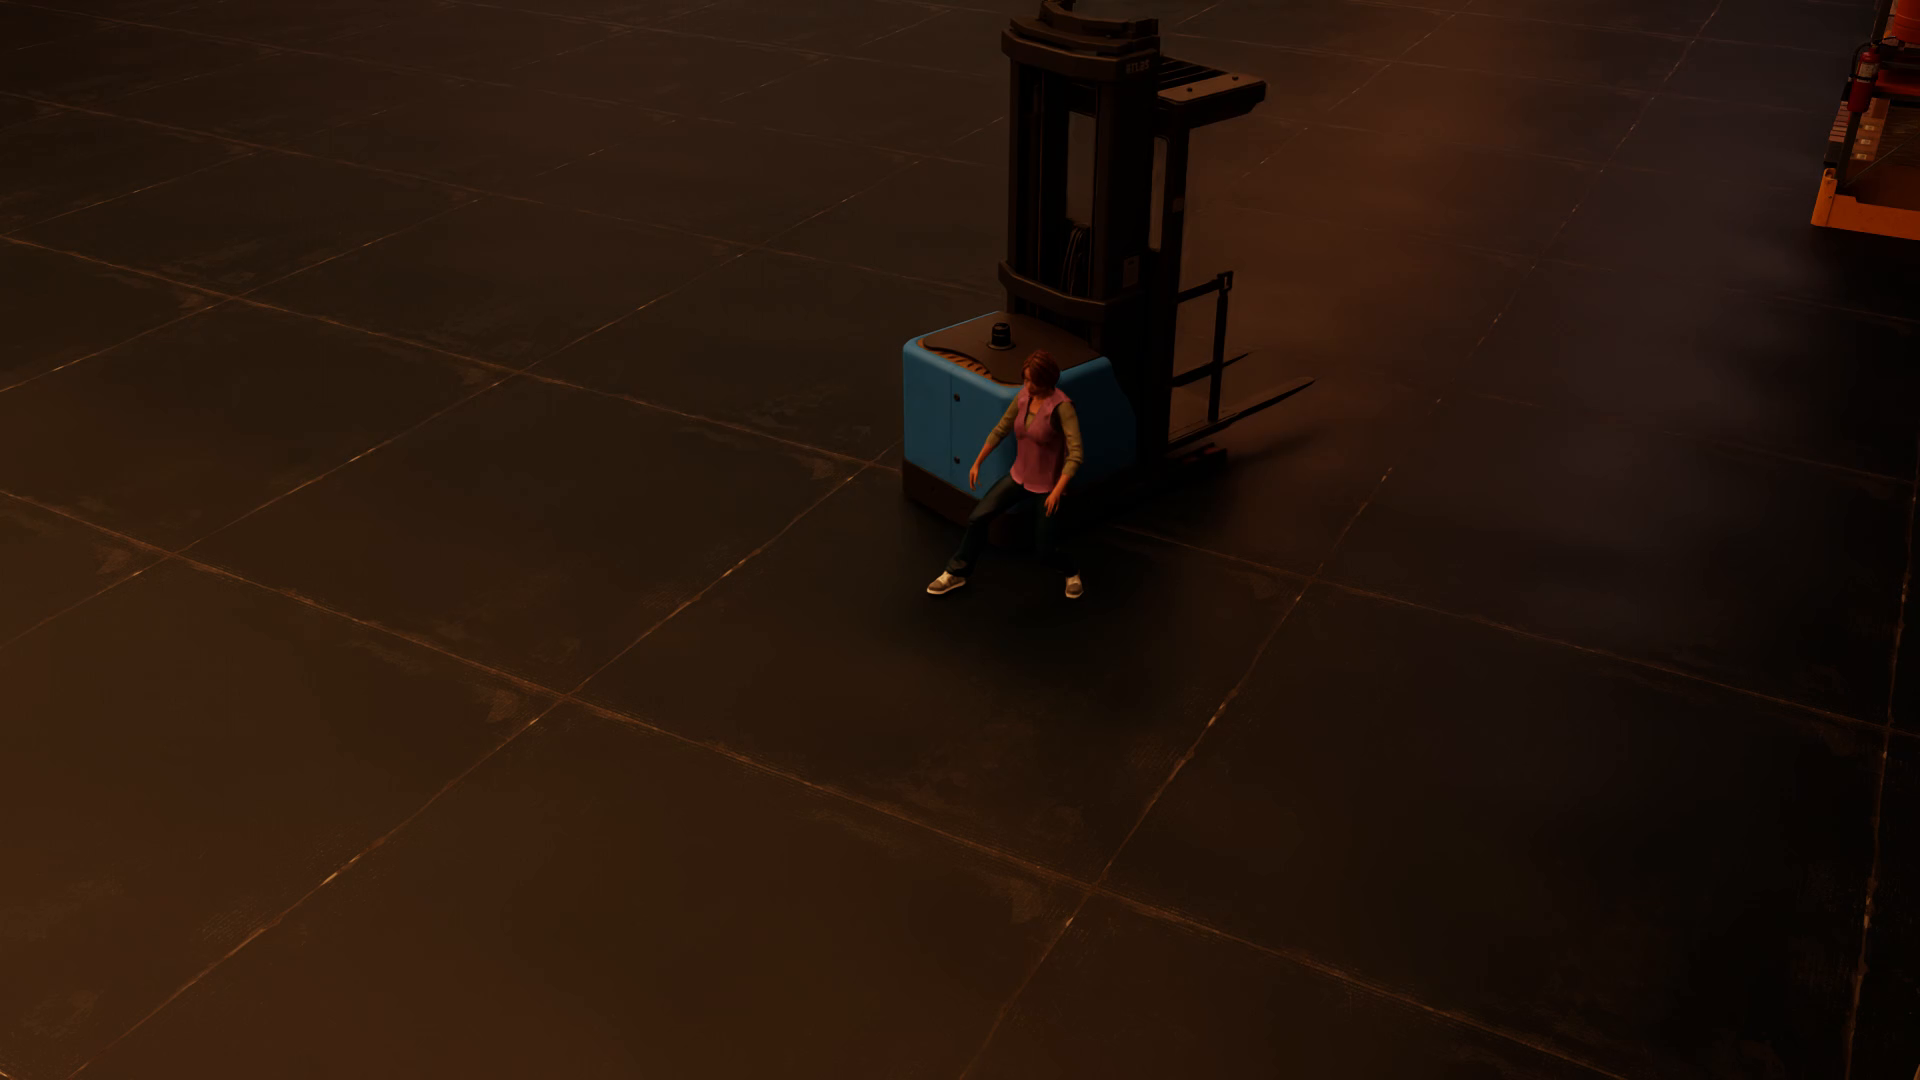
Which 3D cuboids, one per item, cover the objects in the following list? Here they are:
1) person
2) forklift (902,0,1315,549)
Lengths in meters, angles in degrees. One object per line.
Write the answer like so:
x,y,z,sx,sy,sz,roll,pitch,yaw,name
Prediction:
0.312,-0.317,9.075,0.742,1.460,0.743,-25,38,-36,person
1.089,-1.821,10.226,3.031,2.935,1.130,-23,37,-34,forklift
